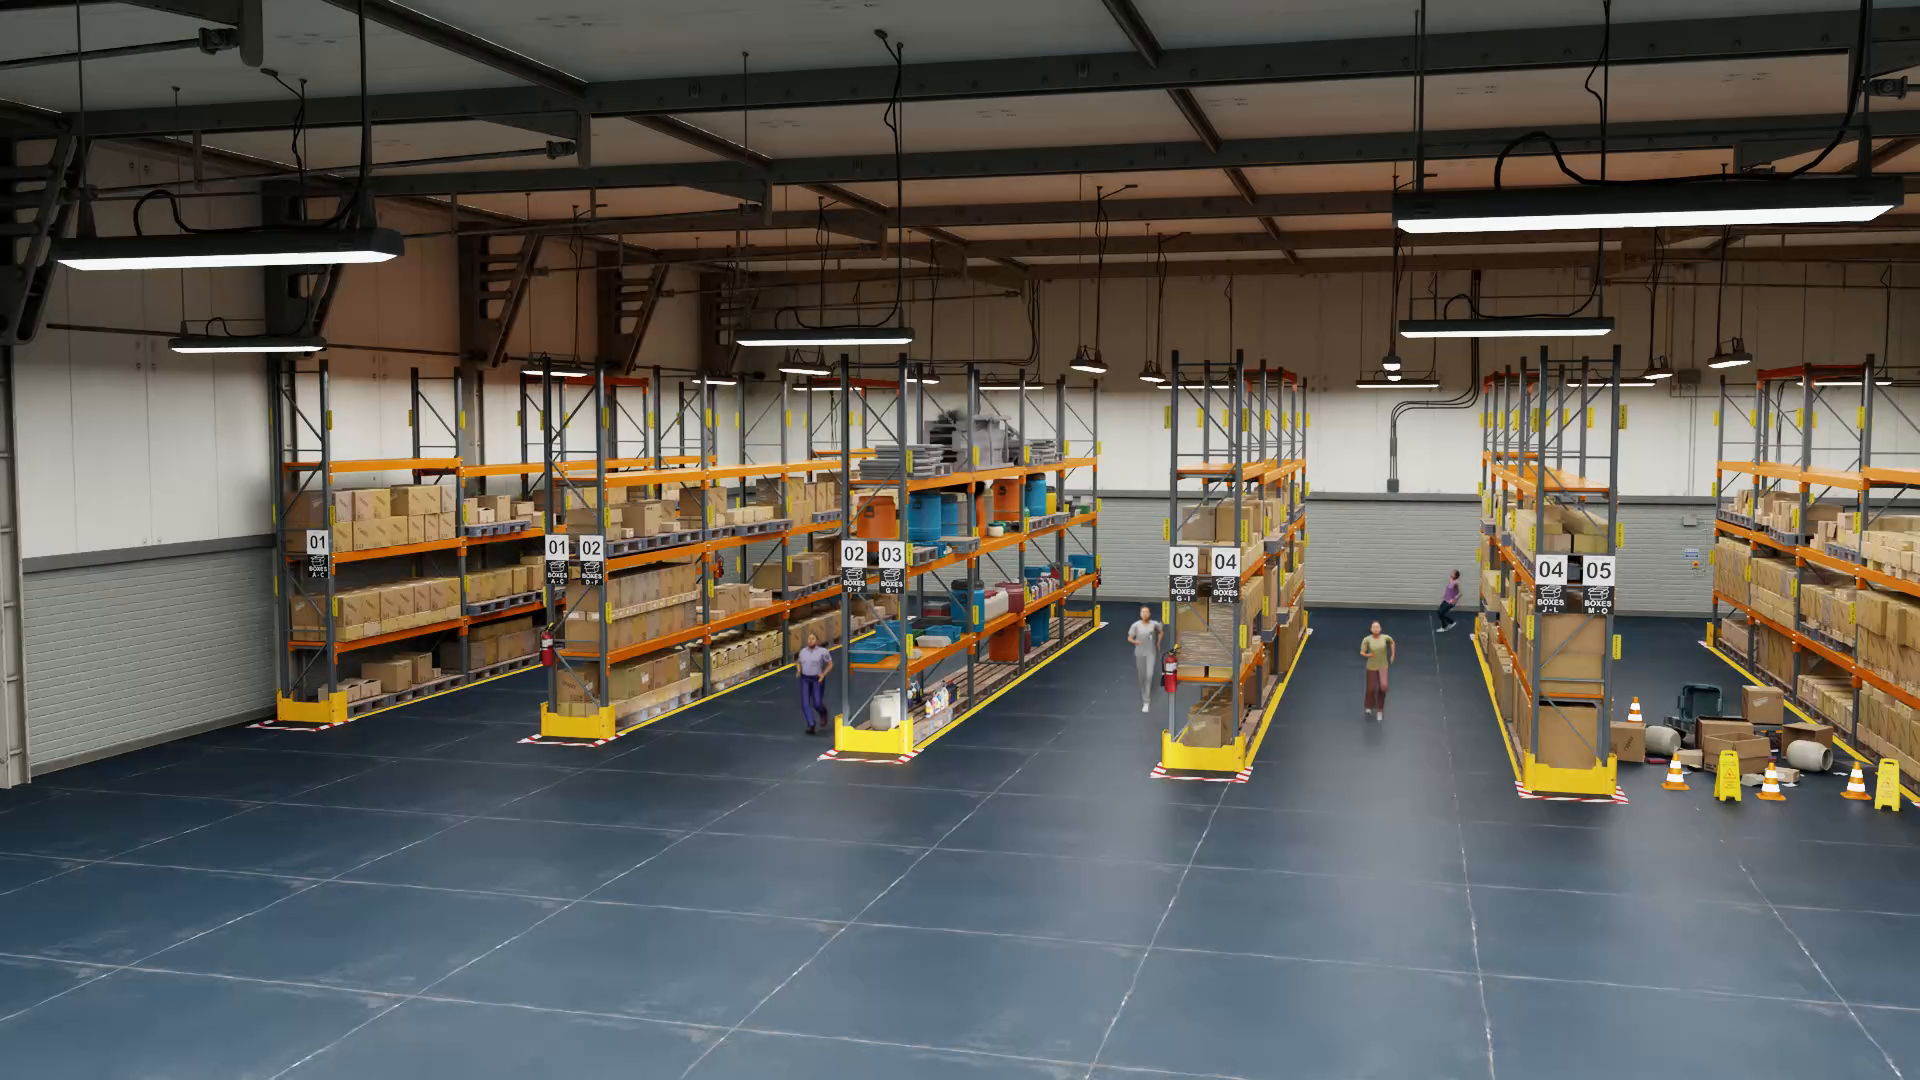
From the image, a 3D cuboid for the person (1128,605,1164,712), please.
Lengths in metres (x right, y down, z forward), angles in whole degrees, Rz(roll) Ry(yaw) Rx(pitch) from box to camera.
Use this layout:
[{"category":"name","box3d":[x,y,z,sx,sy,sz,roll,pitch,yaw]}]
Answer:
[{"category":"person","box3d":[3.023,1.910,27.144,0.562,1.703,0.893,1,4,11]}]

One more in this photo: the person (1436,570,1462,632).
[{"category":"person","box3d":[11.519,1.446,39.235,0.474,1.509,0.626,0,4,-3]}]

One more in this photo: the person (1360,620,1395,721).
[{"category":"person","box3d":[6.973,2.168,27.804,0.581,1.672,0.842,1,4,11]}]

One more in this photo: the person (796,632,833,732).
[{"category":"person","box3d":[-2.370,2.284,26.705,0.603,1.596,0.551,1,4,14]}]
